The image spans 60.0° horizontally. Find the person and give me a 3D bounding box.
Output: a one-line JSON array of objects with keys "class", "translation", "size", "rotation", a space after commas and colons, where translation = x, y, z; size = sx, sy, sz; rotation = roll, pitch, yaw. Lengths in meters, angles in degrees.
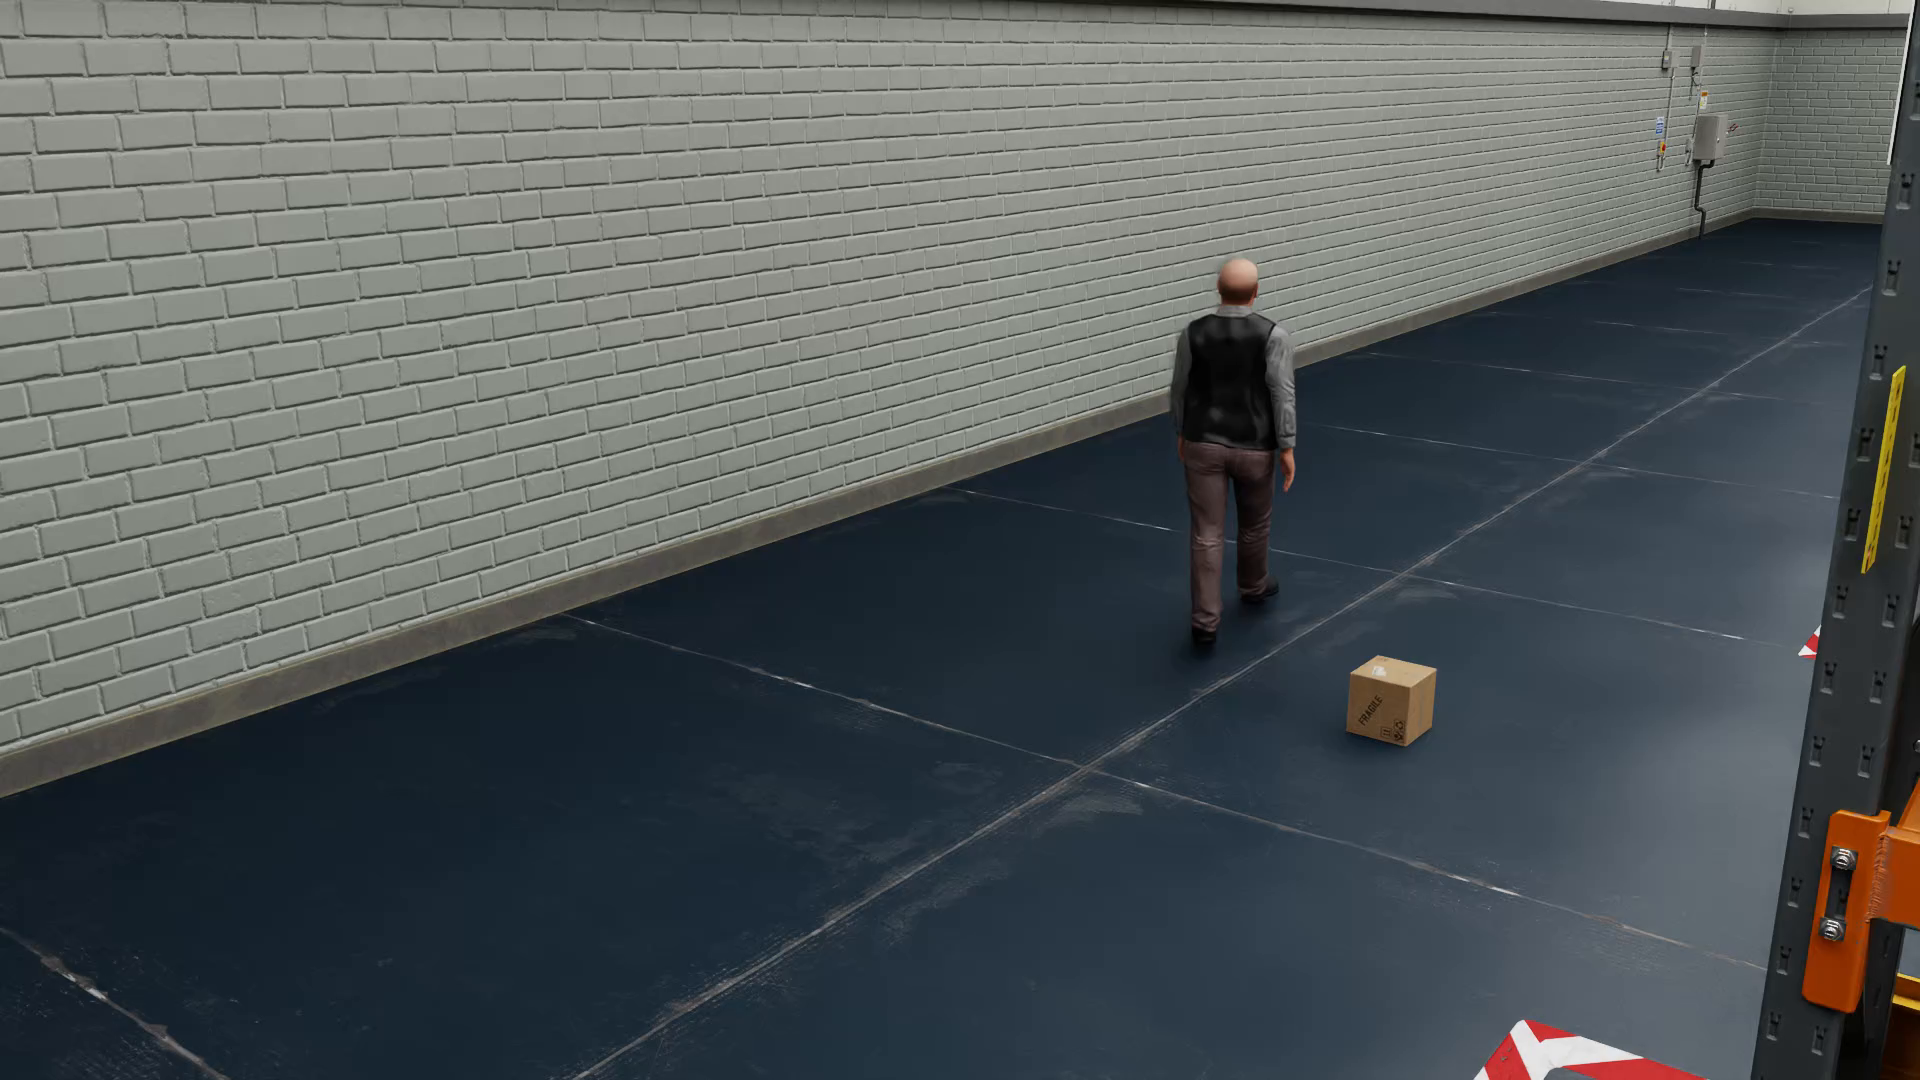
[{"class": "person", "translation": [1.238, -0.442, 7.540], "size": [0.585, 1.666, 0.985], "rotation": [4, 17, 14]}]
